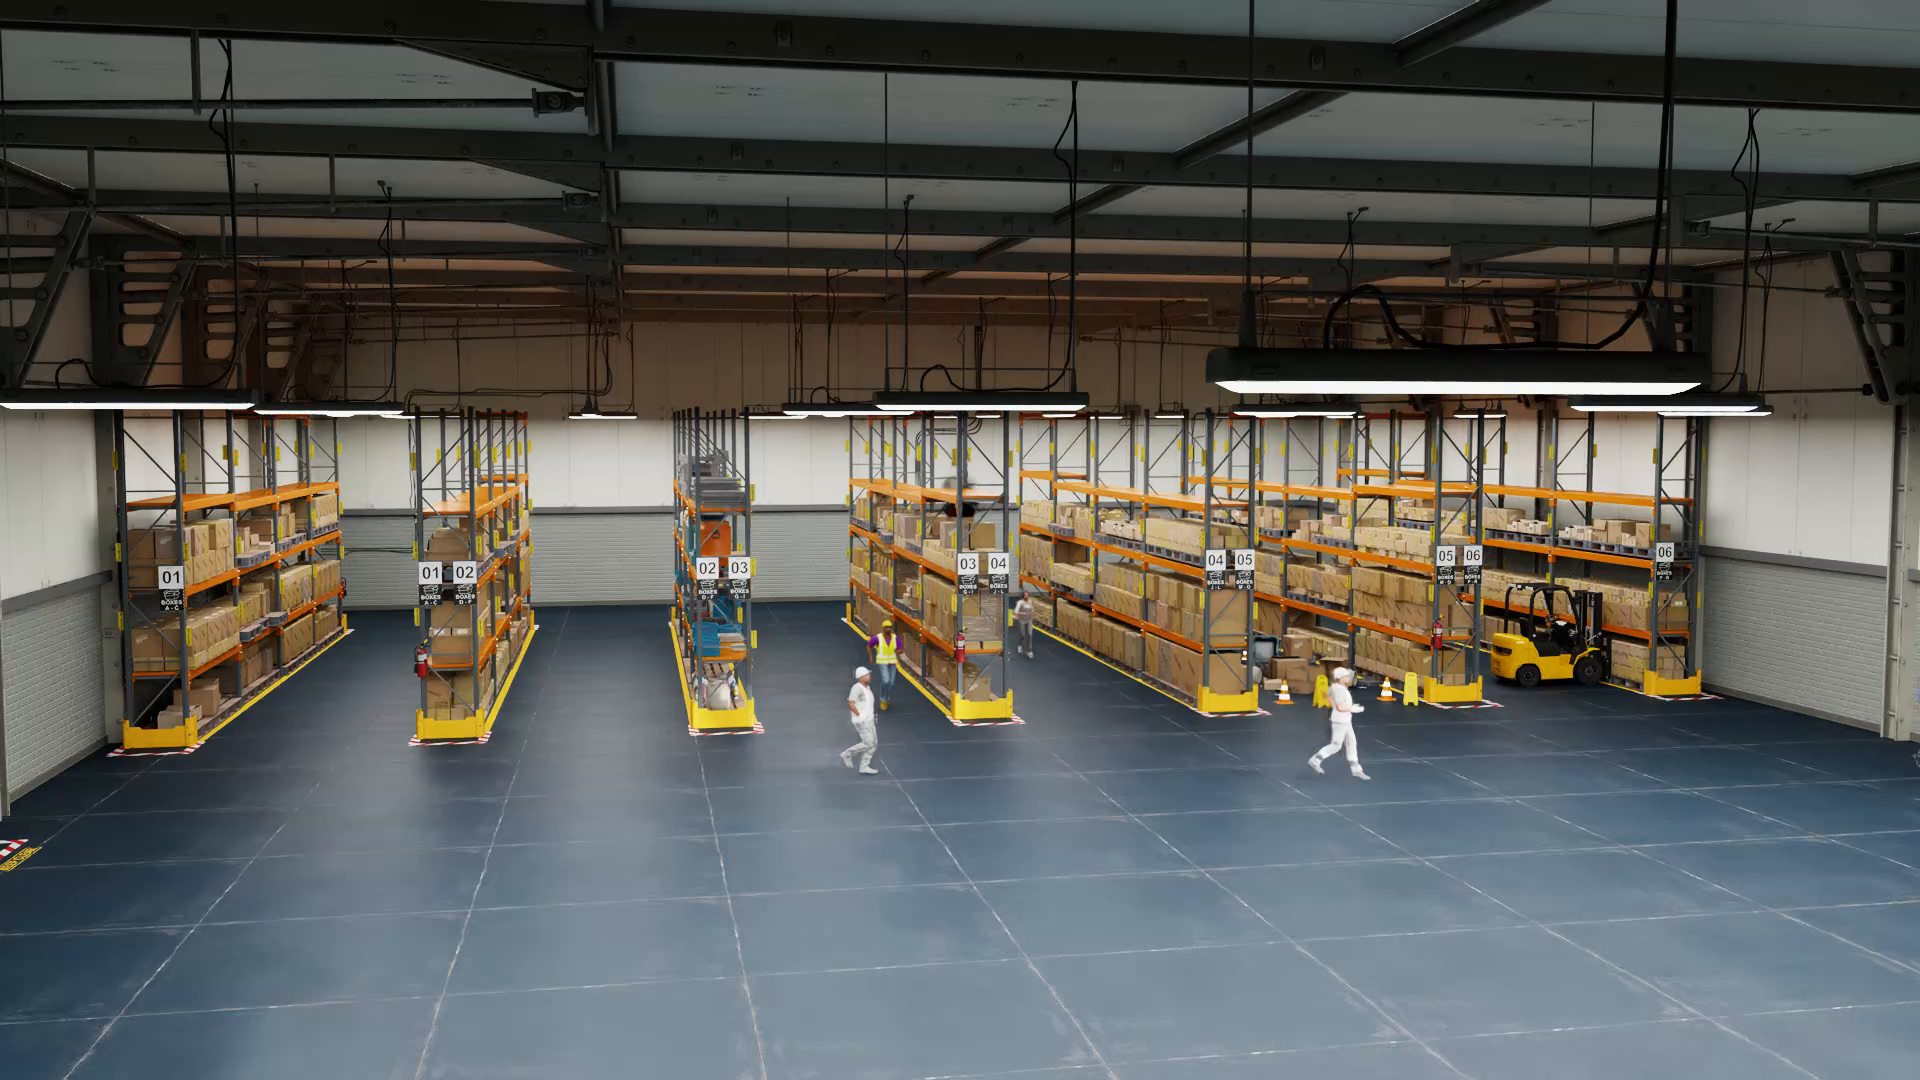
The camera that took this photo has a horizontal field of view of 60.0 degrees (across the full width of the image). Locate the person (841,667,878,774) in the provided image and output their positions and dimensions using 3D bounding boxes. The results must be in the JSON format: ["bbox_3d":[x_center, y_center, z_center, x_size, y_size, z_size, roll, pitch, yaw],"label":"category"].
[{"bbox_3d":[-1.635,2.932,27.055,0.594,1.744,0.691,1,4,13],"label":"person"}]

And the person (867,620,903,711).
[{"bbox_3d":[-1.453,2.495,33.071,0.670,1.801,0.728,-2,4,-22],"label":"person"}]

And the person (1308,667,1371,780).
[{"bbox_3d":[6.063,2.925,26.532,0.987,1.799,0.653,1,4,17],"label":"person"}]

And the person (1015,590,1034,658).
[{"bbox_3d":[1.580,2.026,40.483,0.539,1.599,0.851,-1,4,-16],"label":"person"}]
